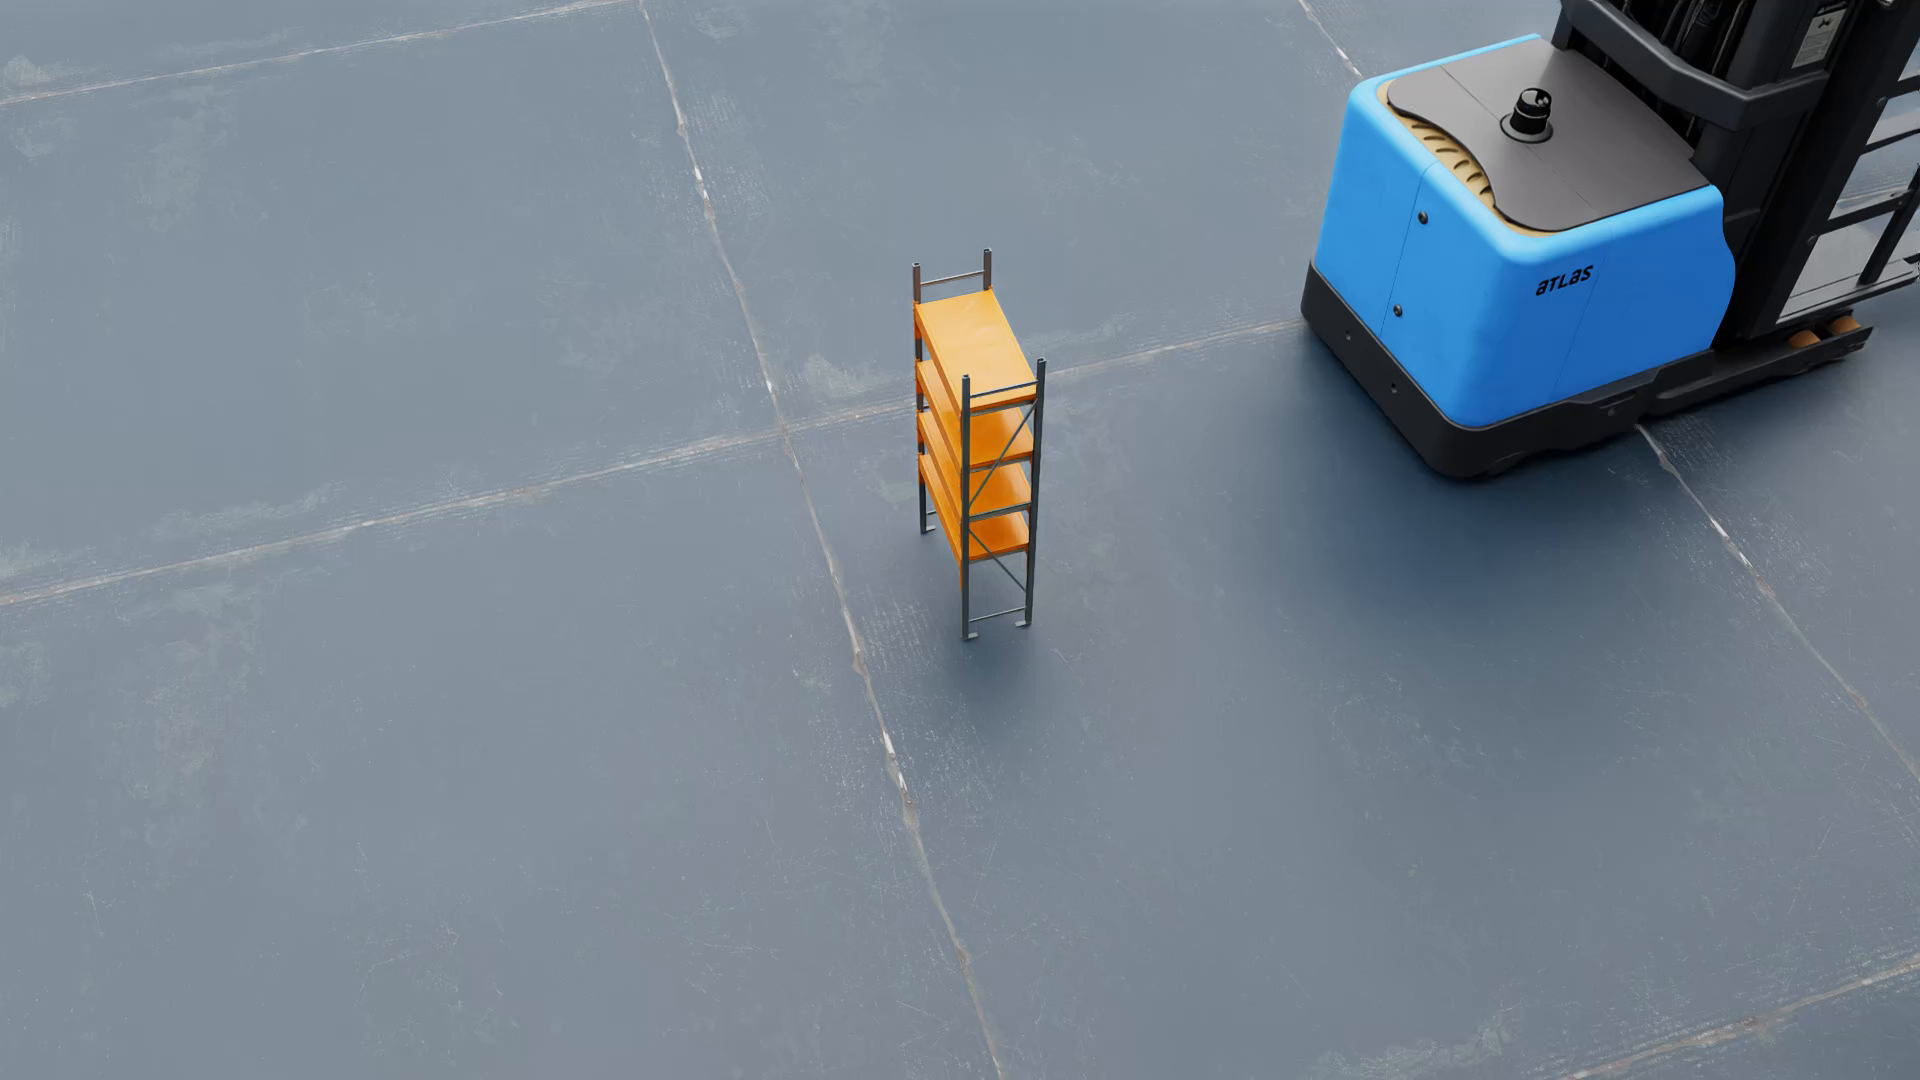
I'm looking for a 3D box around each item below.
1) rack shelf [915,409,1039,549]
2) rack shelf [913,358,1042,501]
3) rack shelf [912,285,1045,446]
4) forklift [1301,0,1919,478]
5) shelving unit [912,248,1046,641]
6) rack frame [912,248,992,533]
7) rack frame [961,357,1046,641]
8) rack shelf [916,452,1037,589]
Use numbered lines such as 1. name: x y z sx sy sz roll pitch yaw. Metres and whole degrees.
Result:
1. rack shelf: 0.049 -0.222 5.241 0.258 0.148 0.480 -13 51 -11
2. rack shelf: 0.049 -0.367 5.070 0.258 0.148 0.480 -13 51 -11
3. rack shelf: 0.049 -0.519 4.889 0.258 0.148 0.480 -13 51 -11
4. forklift: 2.875 -1.923 5.454 3.031 2.935 1.130 -19 52 -15
5. shelving unit: 0.049 -0.266 5.189 0.258 1.200 0.503 -13 51 -11
6. rack frame: -0.023 -0.444 5.340 0.240 1.200 0.015 -13 51 -11
7. rack frame: 0.121 -0.088 5.039 0.240 1.200 0.015 -13 51 -11
8. rack shelf: 0.049 -0.094 5.393 0.258 0.148 0.480 -13 51 -11
